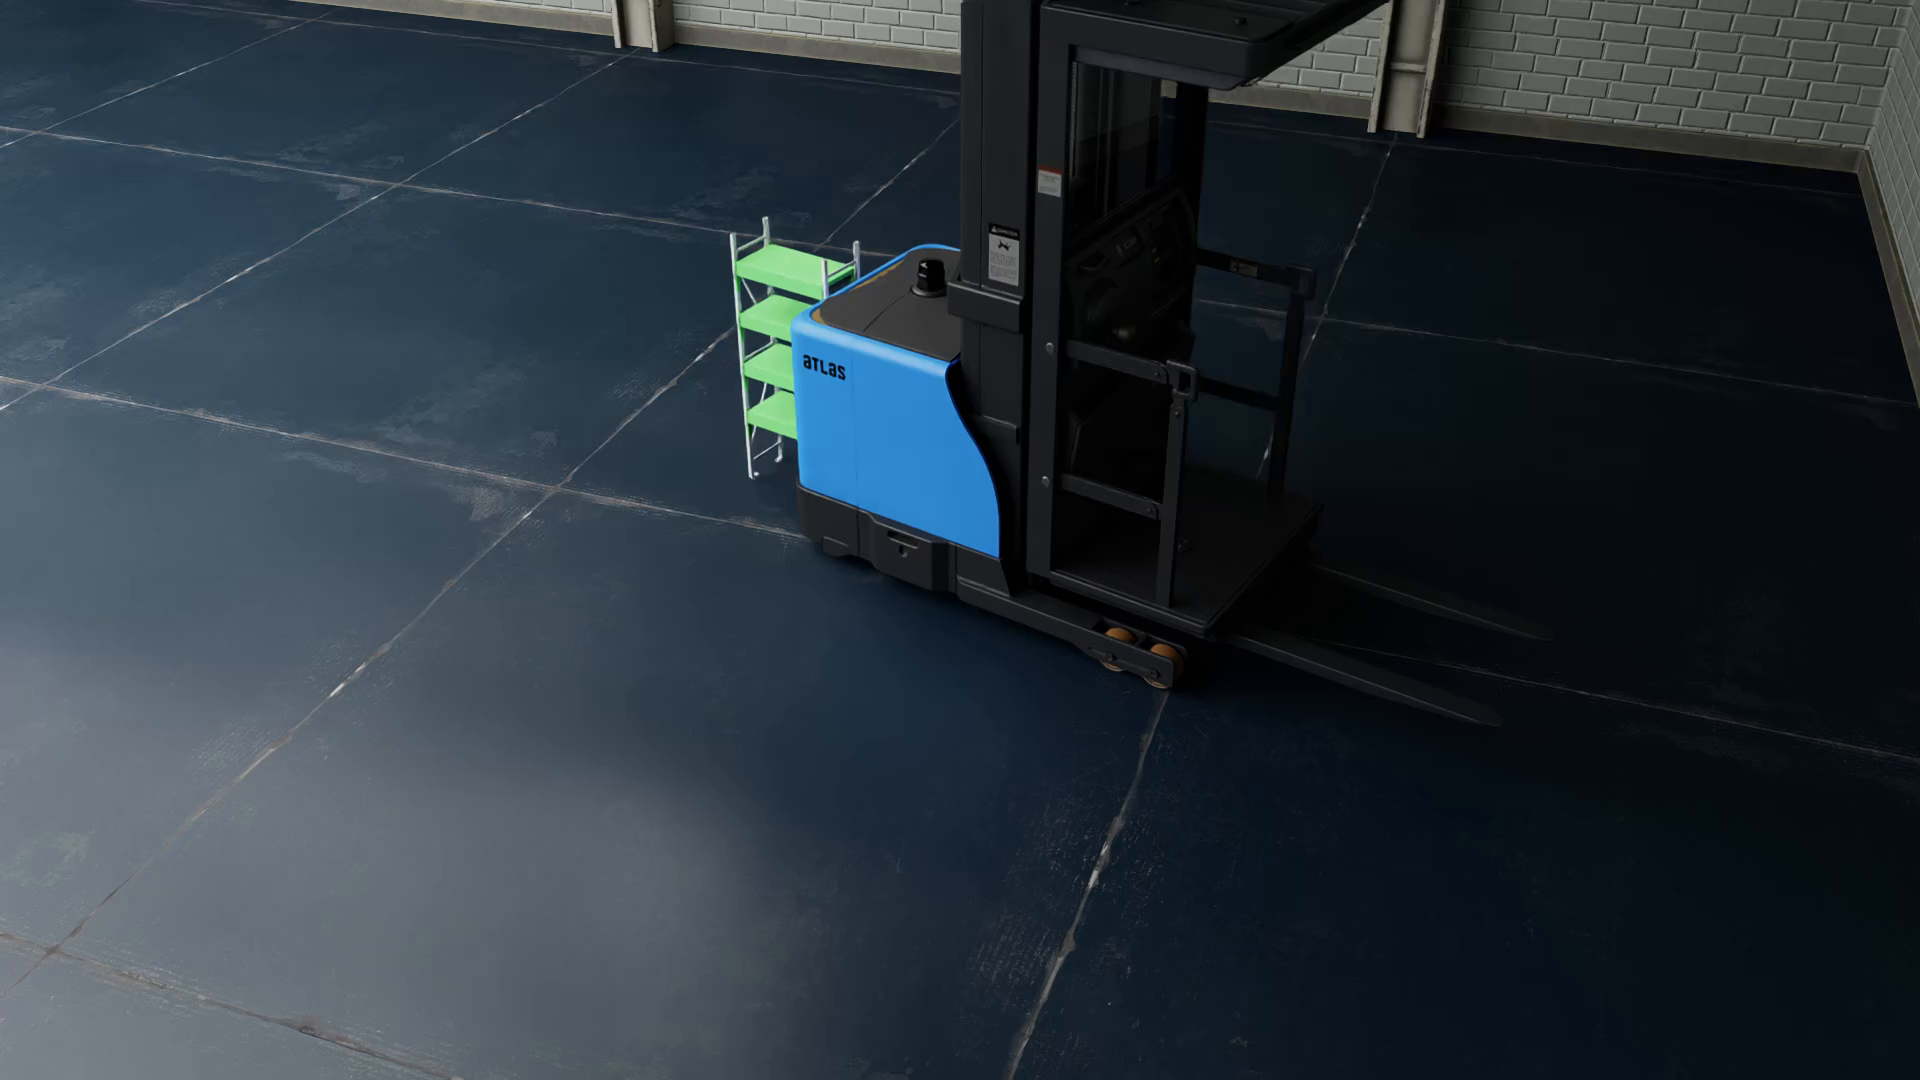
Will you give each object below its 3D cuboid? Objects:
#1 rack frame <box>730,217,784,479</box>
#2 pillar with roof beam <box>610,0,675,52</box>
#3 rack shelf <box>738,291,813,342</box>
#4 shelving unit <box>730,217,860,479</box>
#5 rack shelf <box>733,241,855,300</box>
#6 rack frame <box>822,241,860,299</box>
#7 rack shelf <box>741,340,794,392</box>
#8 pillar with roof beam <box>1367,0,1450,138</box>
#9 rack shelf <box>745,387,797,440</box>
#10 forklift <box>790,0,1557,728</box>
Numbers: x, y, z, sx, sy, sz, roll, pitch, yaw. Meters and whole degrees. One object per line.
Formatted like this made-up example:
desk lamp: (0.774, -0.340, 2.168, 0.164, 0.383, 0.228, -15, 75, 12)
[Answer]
rack frame: (-0.902, -0.843, 7.449, 0.015, 1.200, 0.240, 20, 38, 28)
pillar with roof beam: (-3.996, -5.595, 7.619, 0.400, 9.000, 9.100, 11, 34, 16)
rack shelf: (-0.699, -0.917, 7.240, 0.480, 0.148, 0.258, 20, 38, 28)
shelving unit: (-0.699, -0.769, 7.336, 0.503, 1.200, 0.258, 20, 38, 28)
rack shelf: (-0.699, -1.119, 7.110, 0.480, 0.148, 0.258, 20, 38, 28)
rack frame: (-0.495, -0.696, 7.222, 0.015, 1.200, 0.240, 20, 38, 28)
rack shelf: (-0.699, -0.716, 7.370, 0.480, 0.148, 0.258, 20, 38, 28)
pillar with roof beam: (1.653, -4.497, 5.918, 0.400, 9.000, 9.100, 11, 34, 16)
rack shelf: (-0.699, -0.514, 7.500, 0.480, 0.148, 0.258, 20, 38, 28)
forklift: (0.814, -0.993, 6.086, 3.031, 2.935, 1.130, 20, 38, 28)
